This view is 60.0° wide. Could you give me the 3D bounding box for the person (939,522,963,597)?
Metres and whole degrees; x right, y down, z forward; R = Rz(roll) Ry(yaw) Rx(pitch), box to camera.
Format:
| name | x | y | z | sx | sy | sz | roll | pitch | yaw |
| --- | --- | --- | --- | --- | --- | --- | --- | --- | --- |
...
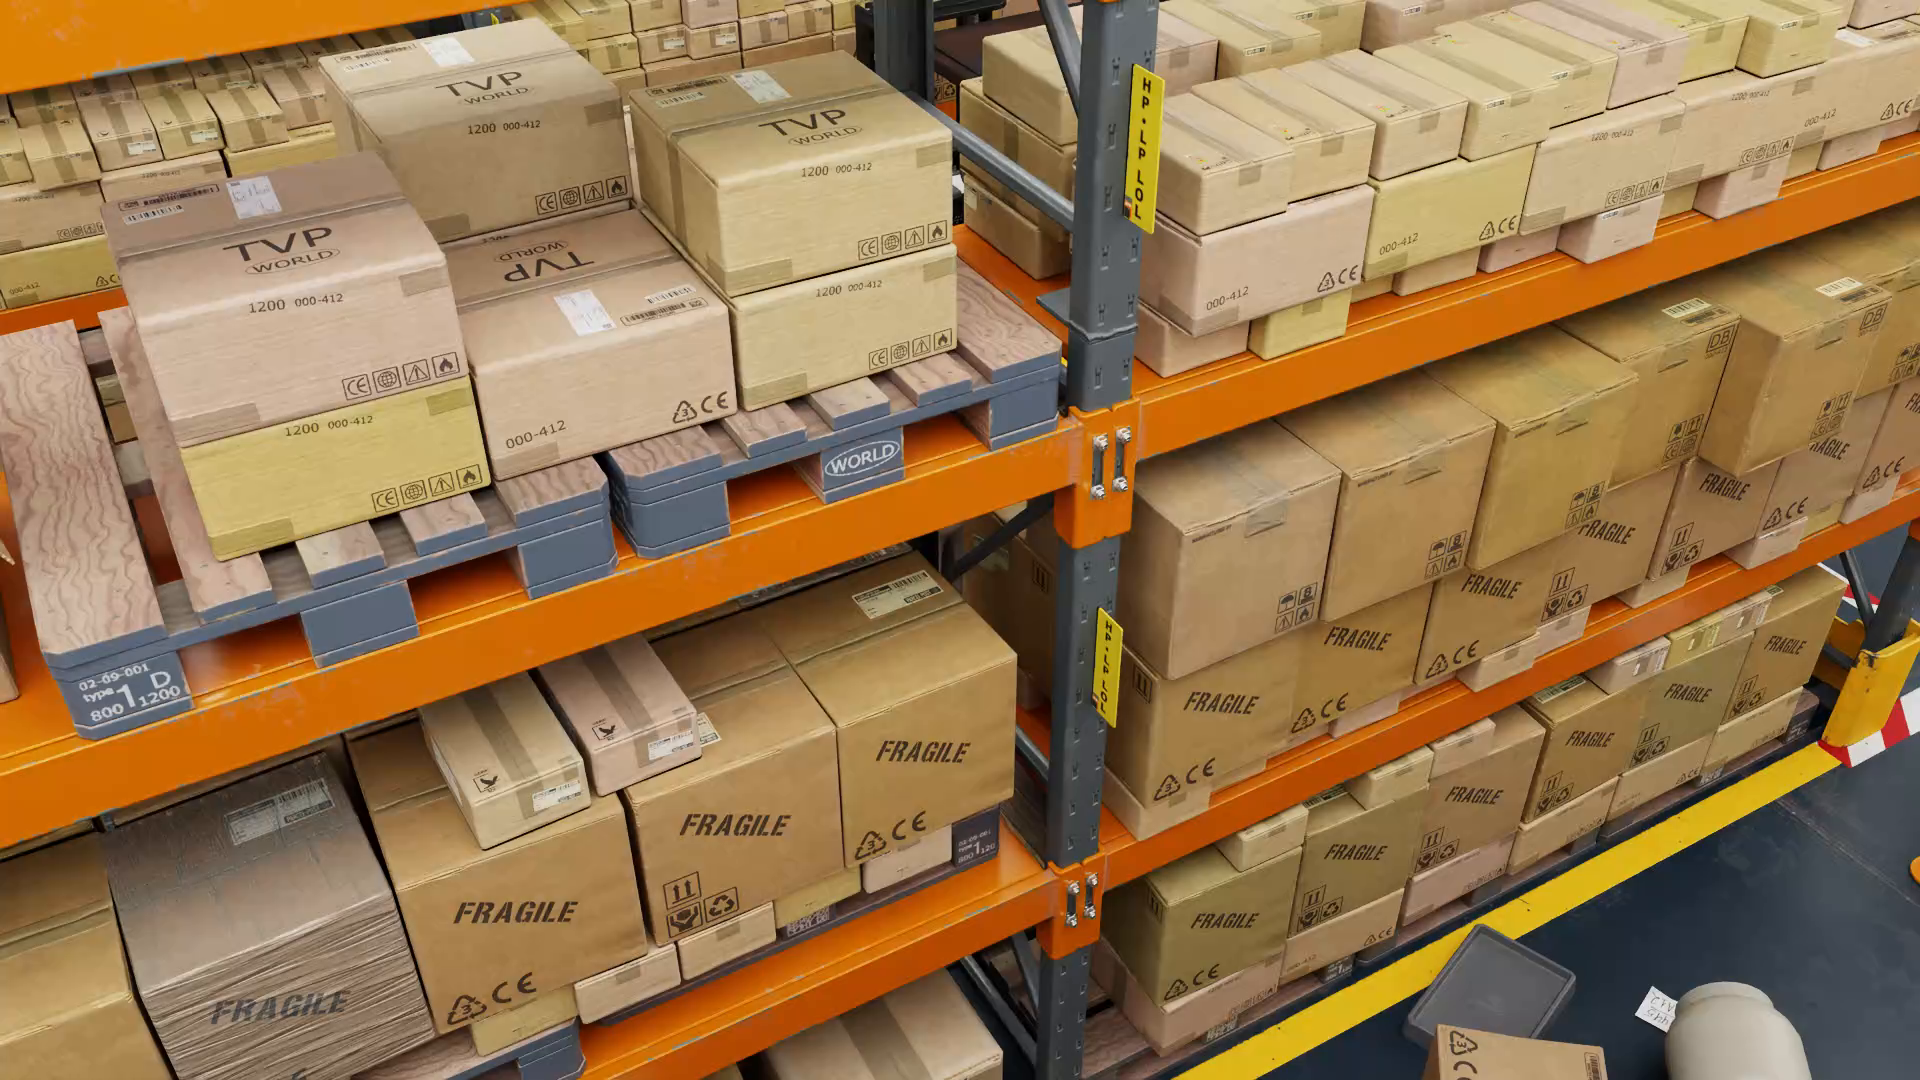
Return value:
| name | x | y | z | sx | sy | sz | roll | pitch | yaw |
| --- | --- | --- | --- | --- | --- | --- | --- | --- | --- |
| person | -0.083 | -0.039 | 6.689 | 0.522 | 1.674 | 0.554 | -28 | 45 | -32 |
